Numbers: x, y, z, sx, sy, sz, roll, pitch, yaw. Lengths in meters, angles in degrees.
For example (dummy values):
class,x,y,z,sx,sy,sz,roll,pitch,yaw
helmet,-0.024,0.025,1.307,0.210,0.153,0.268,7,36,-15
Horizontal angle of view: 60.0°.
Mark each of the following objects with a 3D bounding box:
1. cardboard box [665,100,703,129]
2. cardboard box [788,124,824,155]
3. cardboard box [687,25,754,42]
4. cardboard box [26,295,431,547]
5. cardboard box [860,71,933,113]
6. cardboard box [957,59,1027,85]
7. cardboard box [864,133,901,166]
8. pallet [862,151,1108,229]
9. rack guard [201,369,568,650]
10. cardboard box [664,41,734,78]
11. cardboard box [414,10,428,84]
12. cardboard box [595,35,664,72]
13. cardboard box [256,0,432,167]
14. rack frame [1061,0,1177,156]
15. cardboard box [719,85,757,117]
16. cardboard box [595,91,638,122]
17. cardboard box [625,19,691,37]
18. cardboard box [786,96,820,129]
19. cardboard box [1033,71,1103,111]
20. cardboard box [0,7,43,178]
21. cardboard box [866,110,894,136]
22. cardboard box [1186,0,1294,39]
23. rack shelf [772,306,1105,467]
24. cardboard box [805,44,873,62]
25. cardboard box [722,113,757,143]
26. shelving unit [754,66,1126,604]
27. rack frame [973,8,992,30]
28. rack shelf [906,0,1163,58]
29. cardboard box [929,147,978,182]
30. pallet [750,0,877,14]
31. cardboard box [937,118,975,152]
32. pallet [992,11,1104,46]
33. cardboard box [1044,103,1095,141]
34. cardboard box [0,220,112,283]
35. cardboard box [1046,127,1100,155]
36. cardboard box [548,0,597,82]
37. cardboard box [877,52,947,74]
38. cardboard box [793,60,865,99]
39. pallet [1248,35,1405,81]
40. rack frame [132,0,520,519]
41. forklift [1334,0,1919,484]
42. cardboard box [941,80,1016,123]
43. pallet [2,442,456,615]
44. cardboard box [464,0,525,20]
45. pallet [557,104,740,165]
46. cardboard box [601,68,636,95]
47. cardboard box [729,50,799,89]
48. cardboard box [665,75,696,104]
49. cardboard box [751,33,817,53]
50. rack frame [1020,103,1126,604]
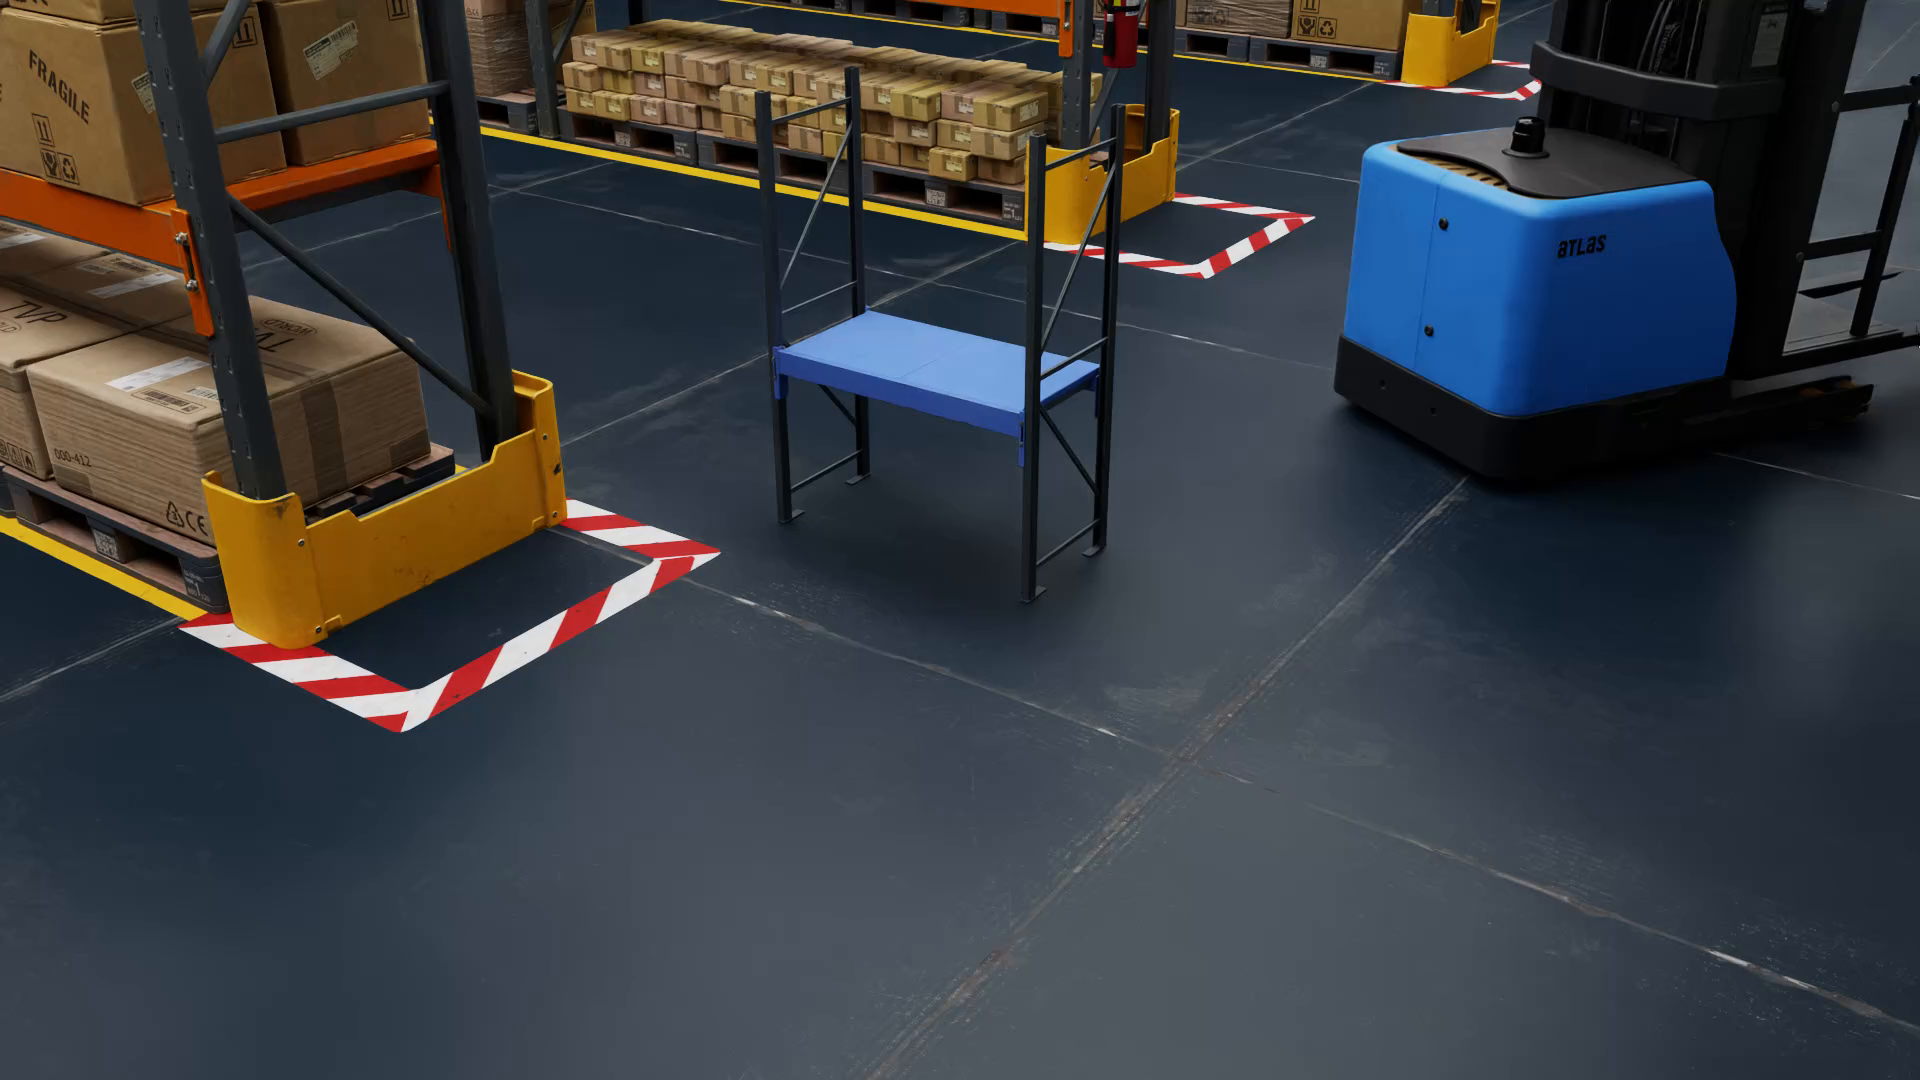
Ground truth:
class,x,y,z,sx,sy,sz,roll,pitch,yaw
cardboard box,-1.630,-2.705,10.437,0.250,0.149,0.380,17,31,29
cardboard box,-0.803,-2.414,9.866,0.250,0.149,0.380,18,32,31
cardboard box,-1.556,-3.236,10.827,0.250,0.149,0.380,17,32,30
cardboard box,-2.462,-0.434,5.658,0.875,0.438,0.875,16,31,29
cardboard box,-0.359,-2.552,9.481,0.250,0.149,0.380,16,31,28
cardboard box,0.188,-2.715,9.803,0.250,0.149,0.380,17,32,30
cardboard box,-0.343,-2.294,9.631,0.250,0.149,0.380,18,32,31
pallet,0.146,-2.132,9.707,1.213,0.211,1.003,17,32,30
rack guard,-1.841,-0.137,5.468,0.348,0.500,1.175,17,32,30
cardboard box,-1.615,-2.979,10.320,0.250,0.149,0.380,16,31,29
cardboard box,-3.614,-3.462,11.538,0.500,0.500,0.500,16,31,29
cardboard box,-2.079,-3.084,10.527,0.250,0.149,0.380,19,33,33
cardboard box,-2.094,-1.532,5.343,0.500,0.500,0.500,17,32,30
rack frame,0.858,-3.134,8.600,0.127,3.000,1.000,17,32,30
cardboard box,-1.234,-2.678,10.058,0.250,0.149,0.380,17,32,30
cardboard box,-2.101,-2.795,10.616,0.250,0.149,0.380,18,32,32
cardboard box,-1.998,-3.349,11.047,0.250,0.149,0.380,18,32,32
cardboard box,-0.803,-2.545,9.797,0.250,0.149,0.380,19,33,33
cardboard box,0.619,-2.577,9.531,0.250,0.149,0.380,16,31,28
cardboard box,-2.814,-1.461,5.204,0.500,0.500,0.500,17,31,29
cardboard box,-0.331,-2.452,9.613,0.250,0.149,0.380,17,31,30
cardboard box,2.427,-4.570,13.303,0.875,0.875,0.875,17,32,30
rack shelf,-0.070,-0.530,5.534,1.000,0.185,0.538,17,32,30
cardboard box,-0.739,-2.936,10.237,0.250,0.149,0.380,17,32,30
cardboard box,-1.228,-2.546,10.125,0.250,0.149,0.380,16,31,29
shelving unit,-0.070,-0.690,5.453,1.048,1.500,0.538,17,32,30
rack frame,0.452,-5.989,14.211,0.127,3.000,1.000,17,32,30
rack shelf,-0.790,-3.327,9.773,4.000,0.370,1.077,17,32,30
cardboard box,0.037,-2.136,9.320,0.250,0.149,0.380,18,32,32
pallet,-1.236,-5.229,15.793,1.213,0.211,1.003,17,32,30
cardboard box,0.077,-2.299,9.312,0.250,0.149,0.380,16,31,29
pallet,1.035,-4.522,14.403,1.213,0.211,1.003,17,32,30
cardboard box,0.572,-2.413,9.537,0.250,0.149,0.380,19,32,32
cardboard box,-3.963,-0.899,6.570,0.875,0.438,0.875,16,31,29
cardboard box,0.608,-2.304,9.651,0.250,0.149,0.380,18,32,31
cardboard box,-2.898,-3.523,11.658,0.500,0.500,0.500,19,32,32
cardboard box,-0.286,-2.823,10.014,0.250,0.149,0.380,19,32,32
cardboard box,-0.767,-2.709,9.790,0.250,0.149,0.380,16,31,29
pallet,3.046,-3.895,13.172,1.213,0.211,1.003,17,32,30
rack frame,-1.861,-1.257,4.913,0.127,3.000,1.000,17,32,30
forklift,3.089,-1.948,6.345,3.031,2.935,1.130,-12,29,-22
cardboard box,0.104,-2.443,9.267,0.250,0.149,0.380,18,32,31
pallet,-2.565,-0.190,5.891,1.213,0.211,1.003,17,32,30
cardboard box,-3.196,-3.665,11.110,0.500,0.250,0.500,16,31,29
pallet,-1.865,-2.759,10.938,1.213,0.211,1.003,17,32,30
cardboard box,-2.062,-2.966,10.623,0.250,0.149,0.380,18,32,31
cardboard box,-1.180,-2.844,10.055,0.250,0.149,0.380,16,31,28
cardboard box,-1.620,-2.846,10.388,0.250,0.149,0.380,16,31,28
cardboard box,-1.111,-3.106,10.570,0.250,0.149,0.380,16,31,28
rack frame,0.349,-0.560,5.196,0.032,1.500,0.500,17,32,30
